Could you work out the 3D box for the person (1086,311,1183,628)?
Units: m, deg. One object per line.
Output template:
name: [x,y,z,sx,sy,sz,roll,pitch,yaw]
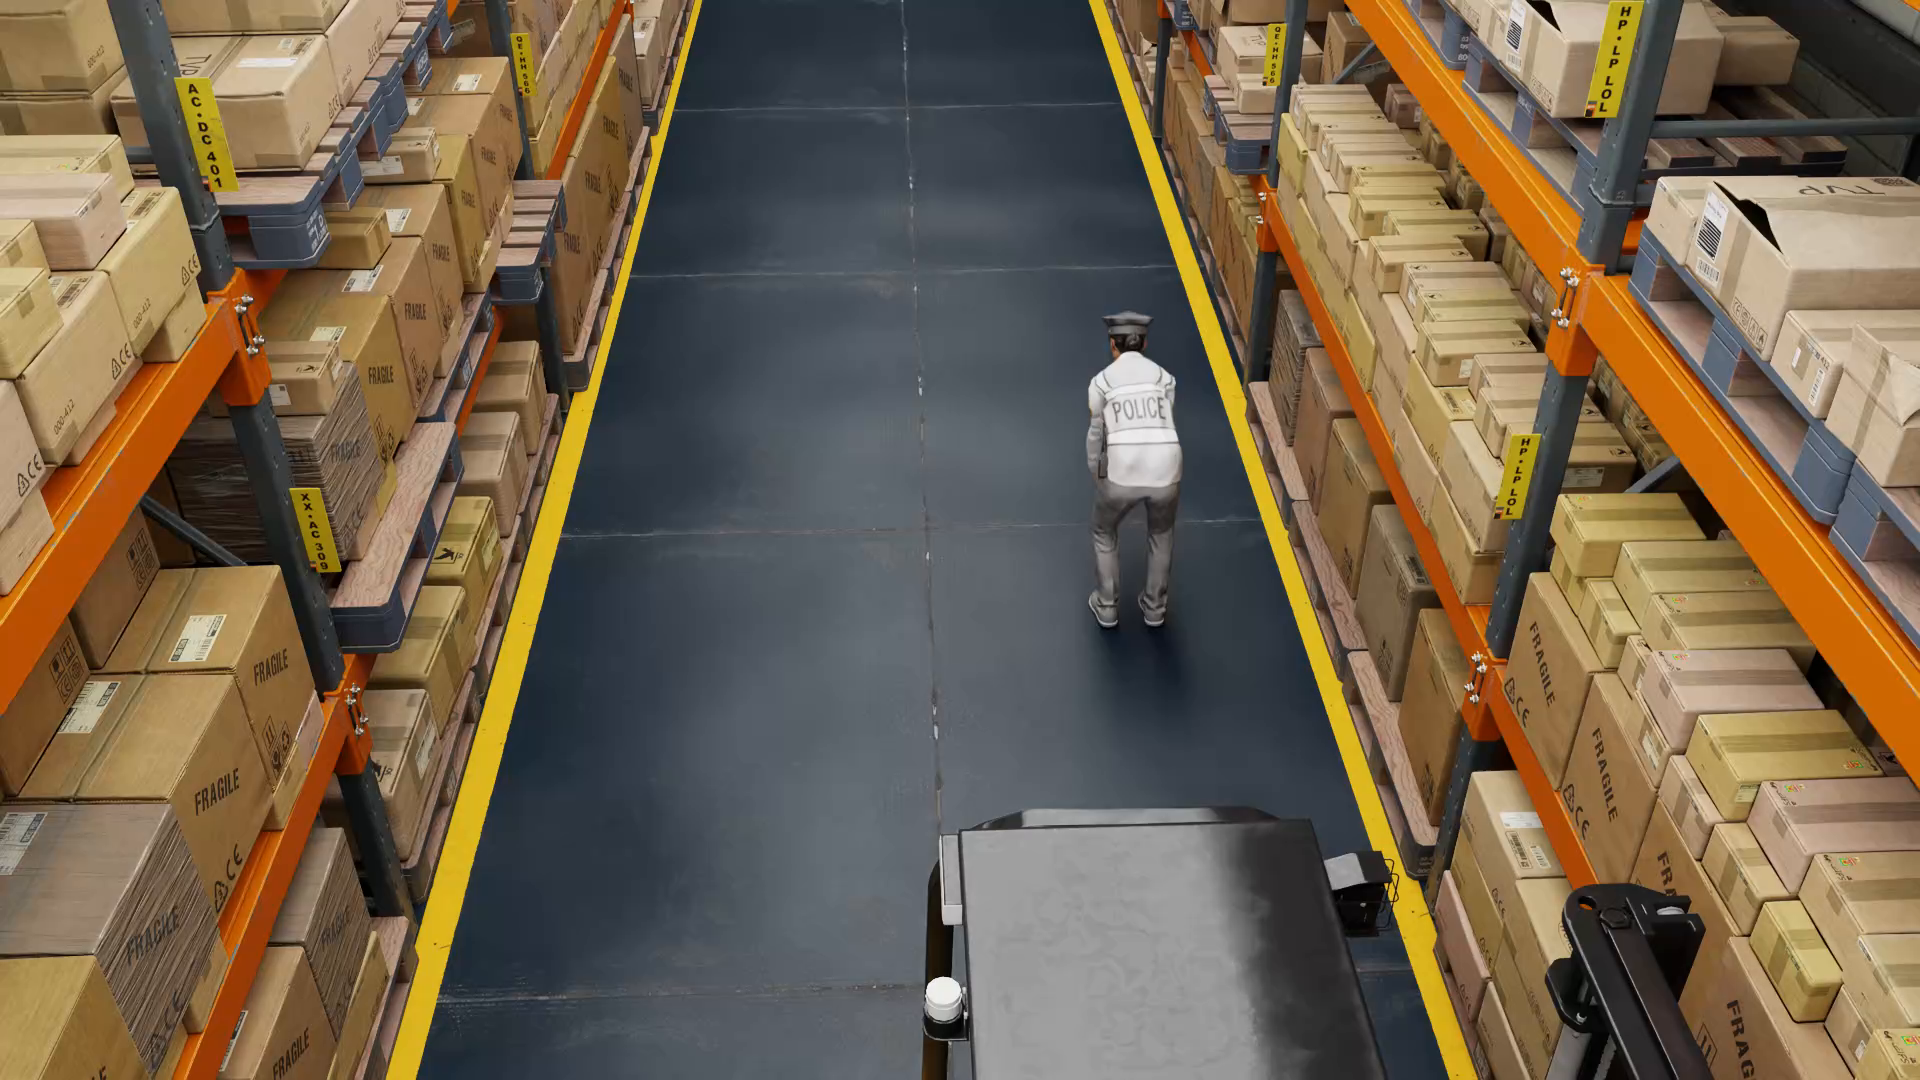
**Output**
person: [0.802,-0.330,7.861,0.414,1.433,0.796,-2,36,-3]
